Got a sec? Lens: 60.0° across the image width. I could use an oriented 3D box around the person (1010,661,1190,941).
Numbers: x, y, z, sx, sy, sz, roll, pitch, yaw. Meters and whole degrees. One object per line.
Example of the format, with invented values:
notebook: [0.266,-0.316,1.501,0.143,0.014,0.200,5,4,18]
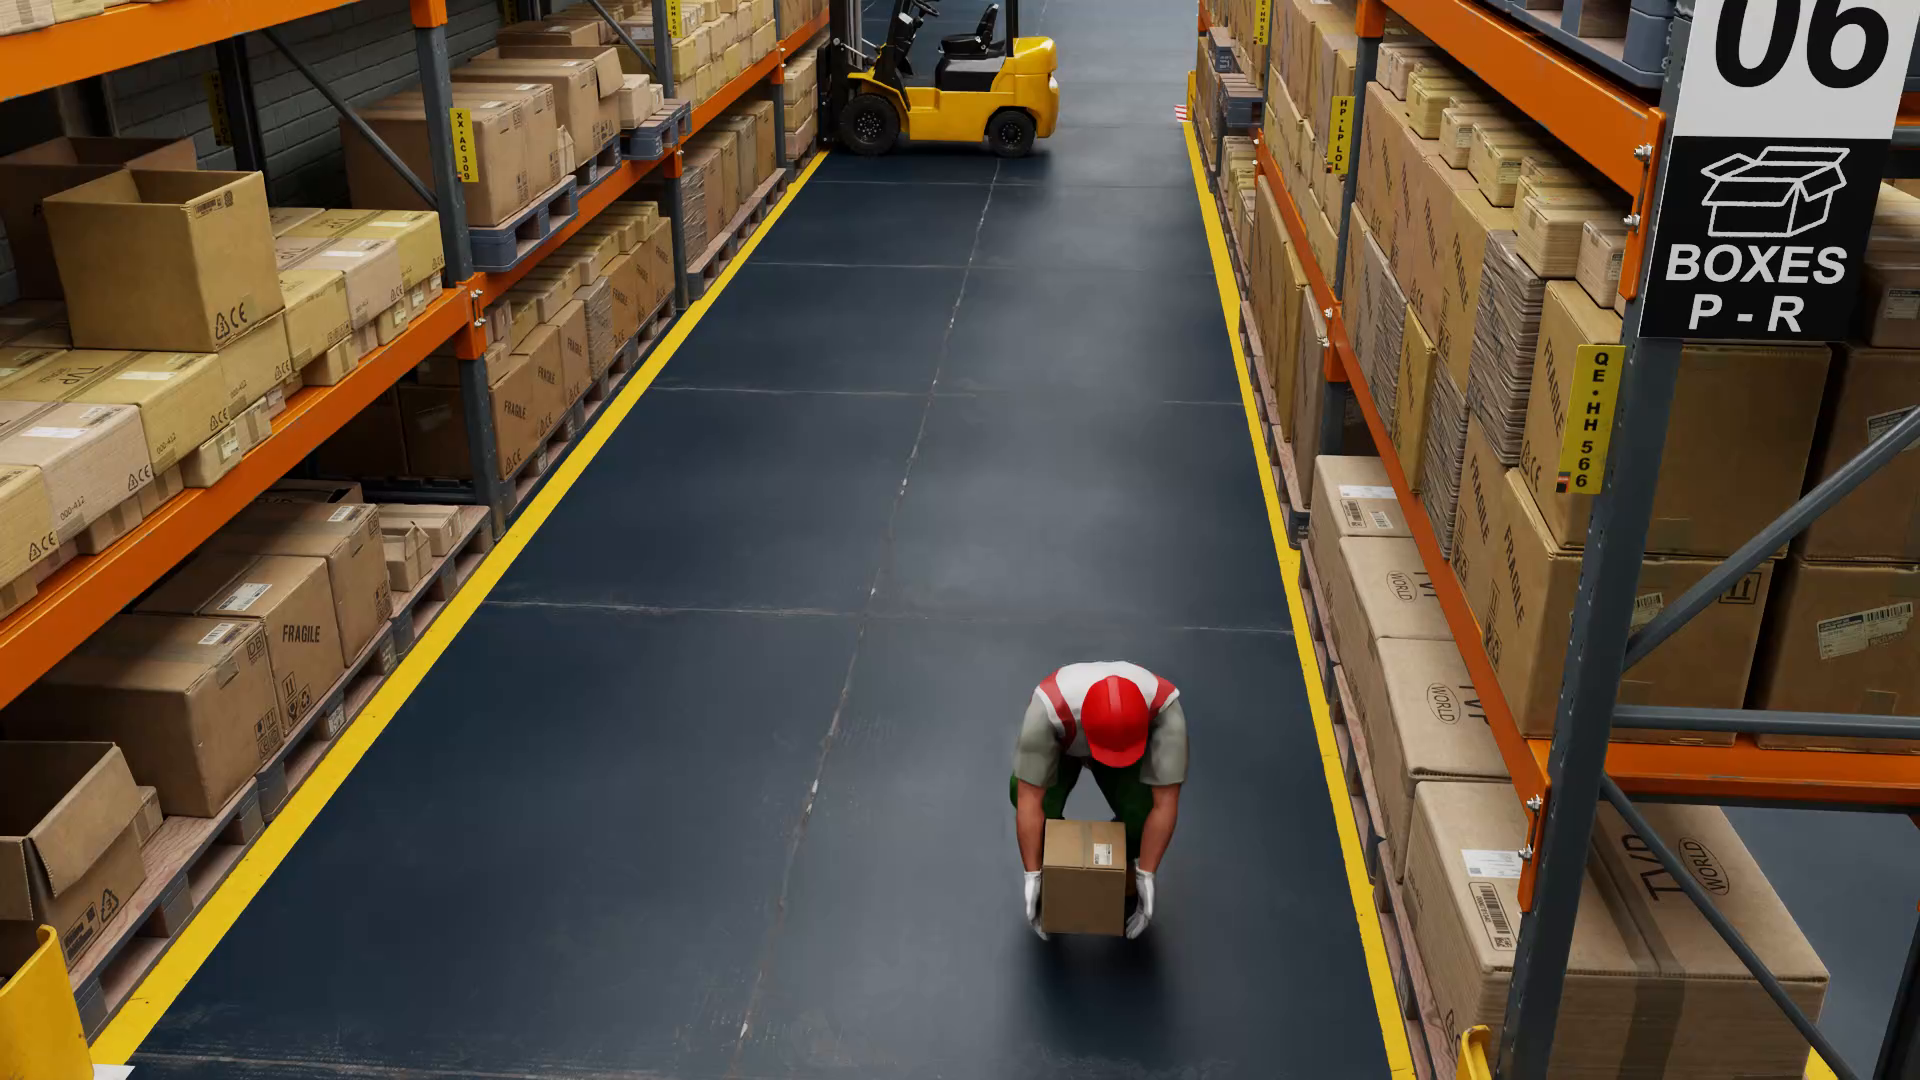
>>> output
person: [0.445,0.748,5.386,0.567,0.998,0.884,2,24,4]
